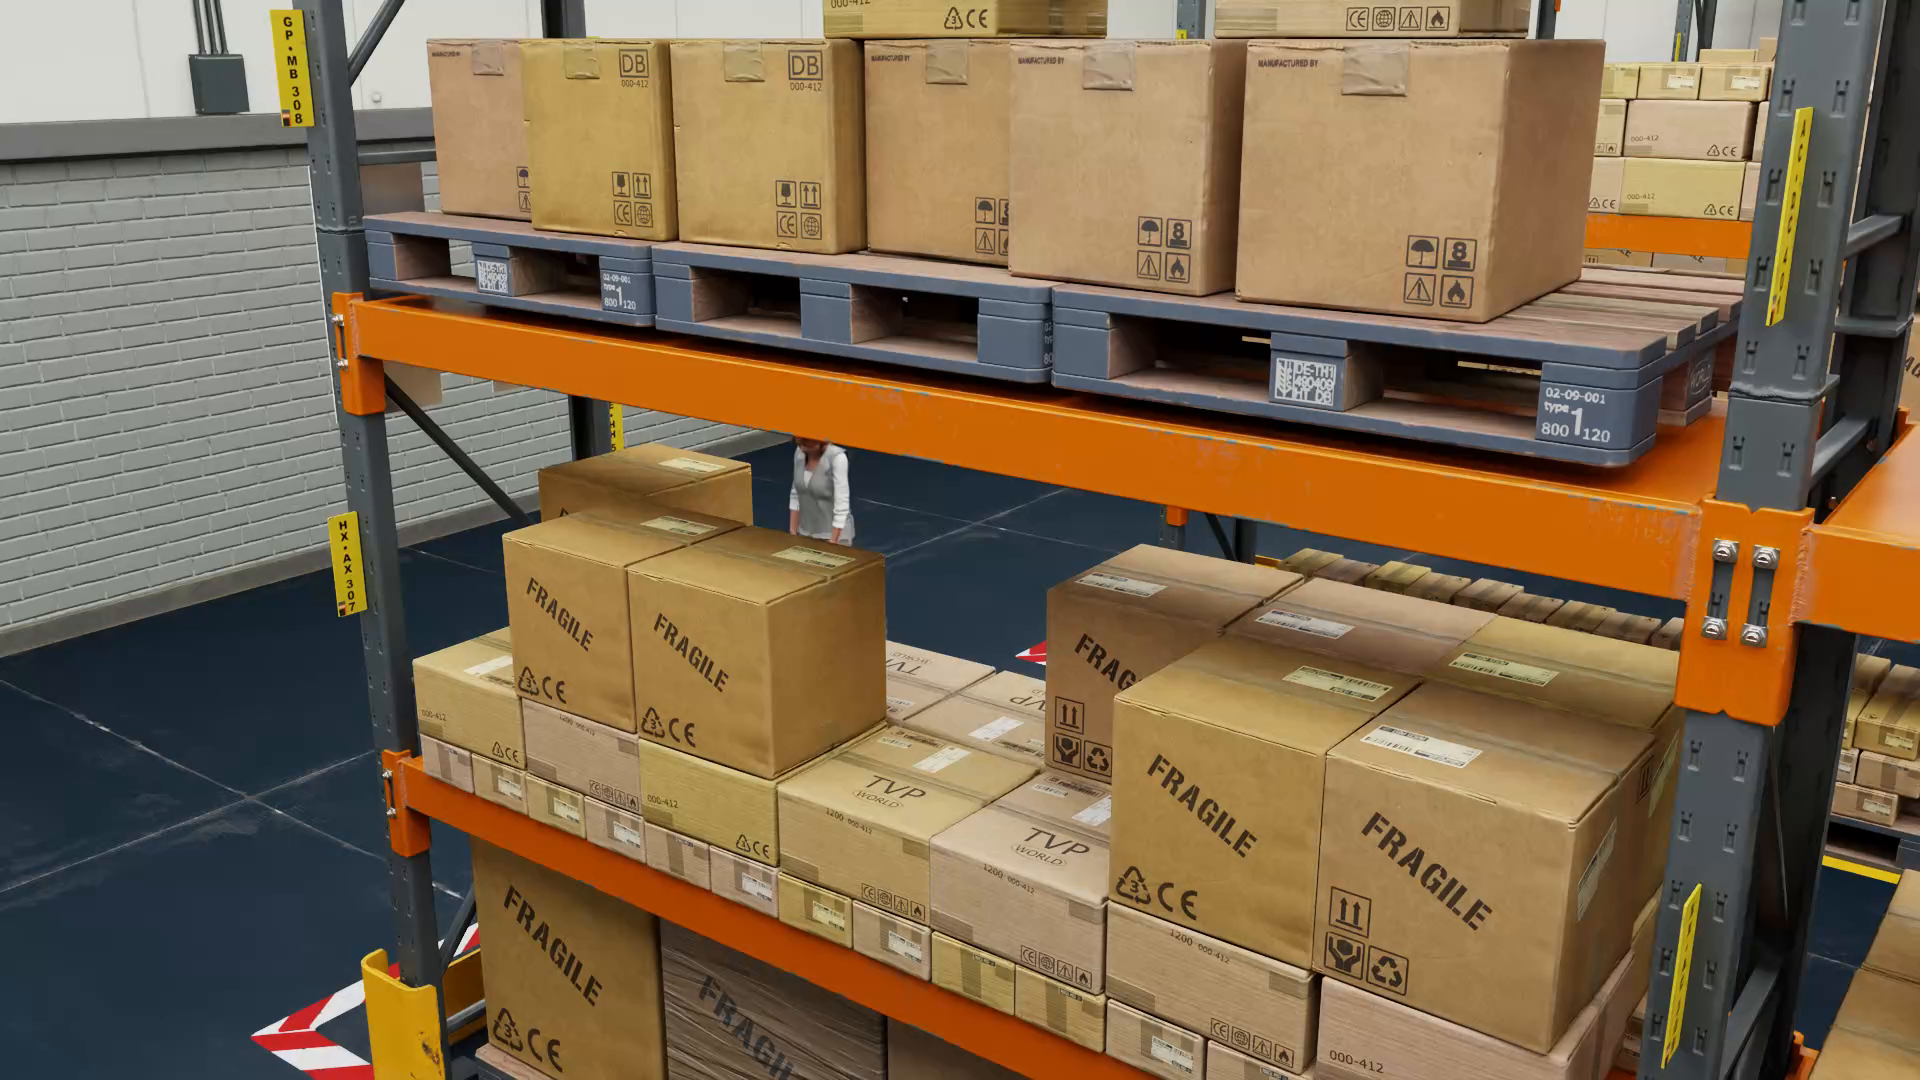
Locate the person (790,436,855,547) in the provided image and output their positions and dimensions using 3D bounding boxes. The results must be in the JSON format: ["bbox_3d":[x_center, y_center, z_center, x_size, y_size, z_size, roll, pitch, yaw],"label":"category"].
[{"bbox_3d":[-0.799,0.006,9.686,0.433,1.523,0.418,13,21,36],"label":"person"}]
